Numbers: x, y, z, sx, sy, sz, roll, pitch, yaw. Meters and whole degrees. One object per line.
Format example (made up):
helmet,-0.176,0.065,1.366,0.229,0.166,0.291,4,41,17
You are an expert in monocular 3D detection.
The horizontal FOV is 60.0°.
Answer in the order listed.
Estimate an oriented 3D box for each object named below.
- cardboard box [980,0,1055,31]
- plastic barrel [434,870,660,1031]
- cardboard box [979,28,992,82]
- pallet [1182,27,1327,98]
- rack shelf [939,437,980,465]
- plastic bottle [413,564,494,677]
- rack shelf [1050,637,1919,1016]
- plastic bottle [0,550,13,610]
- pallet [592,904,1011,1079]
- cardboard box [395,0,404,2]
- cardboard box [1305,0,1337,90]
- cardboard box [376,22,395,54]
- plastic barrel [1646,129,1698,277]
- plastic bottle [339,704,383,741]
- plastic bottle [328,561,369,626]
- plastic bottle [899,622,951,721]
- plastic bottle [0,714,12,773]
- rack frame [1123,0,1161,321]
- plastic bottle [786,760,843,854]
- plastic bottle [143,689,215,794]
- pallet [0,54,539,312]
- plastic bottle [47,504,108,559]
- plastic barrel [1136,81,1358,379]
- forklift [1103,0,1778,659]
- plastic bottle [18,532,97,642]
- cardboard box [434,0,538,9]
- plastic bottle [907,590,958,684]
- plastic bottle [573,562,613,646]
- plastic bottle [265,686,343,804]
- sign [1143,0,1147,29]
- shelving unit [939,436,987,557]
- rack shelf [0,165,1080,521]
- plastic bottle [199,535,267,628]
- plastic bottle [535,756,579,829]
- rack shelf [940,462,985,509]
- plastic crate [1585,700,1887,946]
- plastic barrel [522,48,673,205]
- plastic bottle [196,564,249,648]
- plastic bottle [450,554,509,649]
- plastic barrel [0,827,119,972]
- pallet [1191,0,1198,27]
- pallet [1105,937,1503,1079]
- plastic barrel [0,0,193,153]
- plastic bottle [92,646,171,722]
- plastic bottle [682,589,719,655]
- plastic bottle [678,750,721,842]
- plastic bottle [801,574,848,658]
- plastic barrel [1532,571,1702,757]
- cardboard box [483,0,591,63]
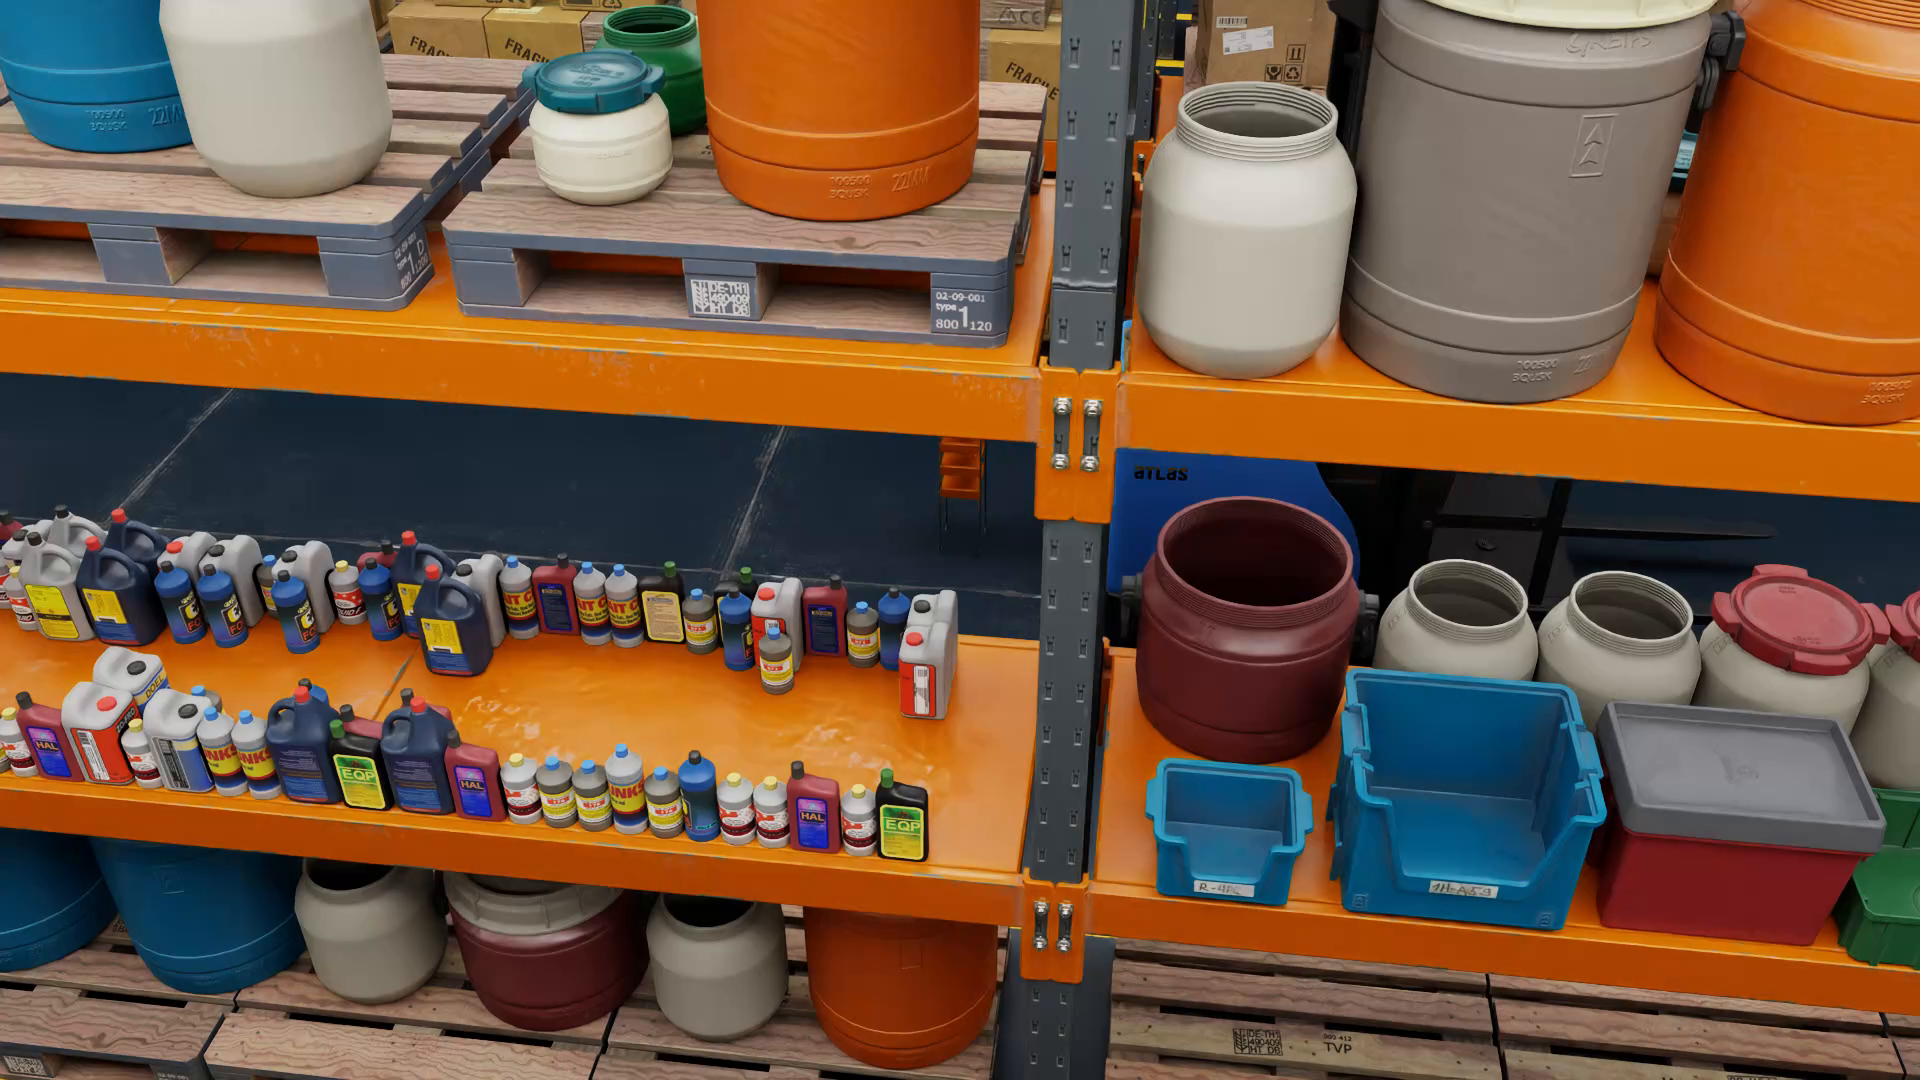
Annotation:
cardboard box,0.215,-2.924,8.315,0.637,0.503,0.797,5,36,8
plastic barrel,-1.301,1.143,5.280,0.708,0.588,0.600,4,36,6
cardboard box,-0.077,-2.386,8.425,0.500,0.500,0.500,4,36,6
pallet,1.658,-2.342,8.614,1.003,0.211,1.213,4,36,6
rack shelf,0.014,-0.451,7.426,0.180,0.103,0.258,4,36,6
plastic bottle,-1.500,0.225,4.895,0.185,0.351,0.144,4,36,6
rack shelf,2.291,0.883,4.549,4.000,0.370,1.077,4,36,6
plastic bottle,-2.985,0.108,5.187,0.097,0.201,0.097,0,36,0
pallet,-0.480,1.543,5.406,1.213,0.211,1.003,4,36,6
cardboard box,-4.528,-4.540,13.621,0.250,0.149,0.380,3,36,4
cardboard box,2.045,-2.622,8.394,0.500,0.500,0.700,9,37,13
cardboard box,-3.281,-2.818,9.333,0.250,0.149,0.380,4,36,6
plastic barrel,1.598,-0.762,3.773,0.301,0.262,0.301,0,36,0
plastic bottle,-1.590,0.563,4.480,0.133,0.283,0.061,4,36,6
plastic bottle,-1.884,0.155,5.122,0.097,0.201,0.097,0,36,0
plastic bottle,-0.100,0.363,4.767,0.135,0.276,0.152,4,36,6
plastic bottle,-2.679,0.540,4.582,0.097,0.201,0.097,0,36,0
rack frame,0.938,-2.411,8.546,0.127,3.000,1.000,4,36,6
plastic bottle,-0.378,0.689,4.303,0.133,0.283,0.061,4,36,6
plastic bottle,-2.101,0.537,4.523,0.135,0.276,0.152,4,36,6
pallet,-1.745,-0.913,4.028,1.213,0.211,1.003,4,36,6
plastic bottle,-2.707,0.046,5.146,0.185,0.351,0.144,4,36,6
plastic barrel,0.576,-0.624,3.364,0.421,0.512,0.421,0,36,0
forklift,2.112,-0.944,6.549,3.031,2.935,1.130,3,36,4
plastic bottle,-2.725,0.129,5.029,0.185,0.351,0.144,4,36,6
cardboard box,-2.395,-3.114,8.581,0.637,0.503,0.797,3,36,5
plastic bottle,-0.081,0.275,4.890,0.135,0.276,0.152,4,36,6
plastic bottle,-1.109,0.184,5.021,0.097,0.271,0.097,0,36,0
plastic bottle,-1.750,0.535,4.461,0.185,0.351,0.144,4,36,6
sign,0.870,-2.562,7.762,0.005,0.325,0.100,4,36,6
shelving unit,0.014,-0.487,7.400,0.189,1.200,0.258,4,36,6
rack shelf,-1.677,-0.633,4.093,4.000,0.370,1.077,4,36,6
plastic bottle,-2.232,0.114,5.114,0.135,0.276,0.152,4,36,6
plastic bottle,-1.069,0.660,4.414,0.097,0.201,0.097,0,36,0
rack shelf,0.014,-0.256,7.565,0.180,0.103,0.258,4,36,6
plastic crate,1.871,0.712,4.115,0.583,0.464,0.402,4,36,6
plastic barrel,-0.775,-0.888,3.587,0.301,0.262,0.301,0,36,0
plastic bottle,-2.230,0.190,5.013,0.097,0.271,0.097,0,36,0
plastic bottle,-1.457,0.172,5.033,0.135,0.276,0.152,4,36,6
plastic barrel,-3.123,0.880,5.380,0.708,0.901,0.600,4,36,6
pallet,2.442,-4.025,13.208,1.213,0.211,1.003,4,36,6
pallet,1.070,1.657,5.246,1.213,0.211,1.003,4,36,6
plastic barrel,-1.948,-1.411,3.770,0.708,0.901,0.600,4,36,6
plastic bottle,-2.312,0.432,4.670,0.135,0.276,0.152,4,36,6
plastic bottle,-0.784,0.237,5.007,0.097,0.201,0.097,0,36,0
plastic bottle,-0.683,0.660,4.353,0.097,0.271,0.097,0,36,0
plastic bottle,-0.401,0.221,4.958,0.133,0.283,0.061,4,36,6
plastic barrel,1.772,0.381,4.537,0.421,0.512,0.421,0,36,0
cardboard box,-2.106,-2.533,8.631,0.500,0.500,0.500,4,36,6
